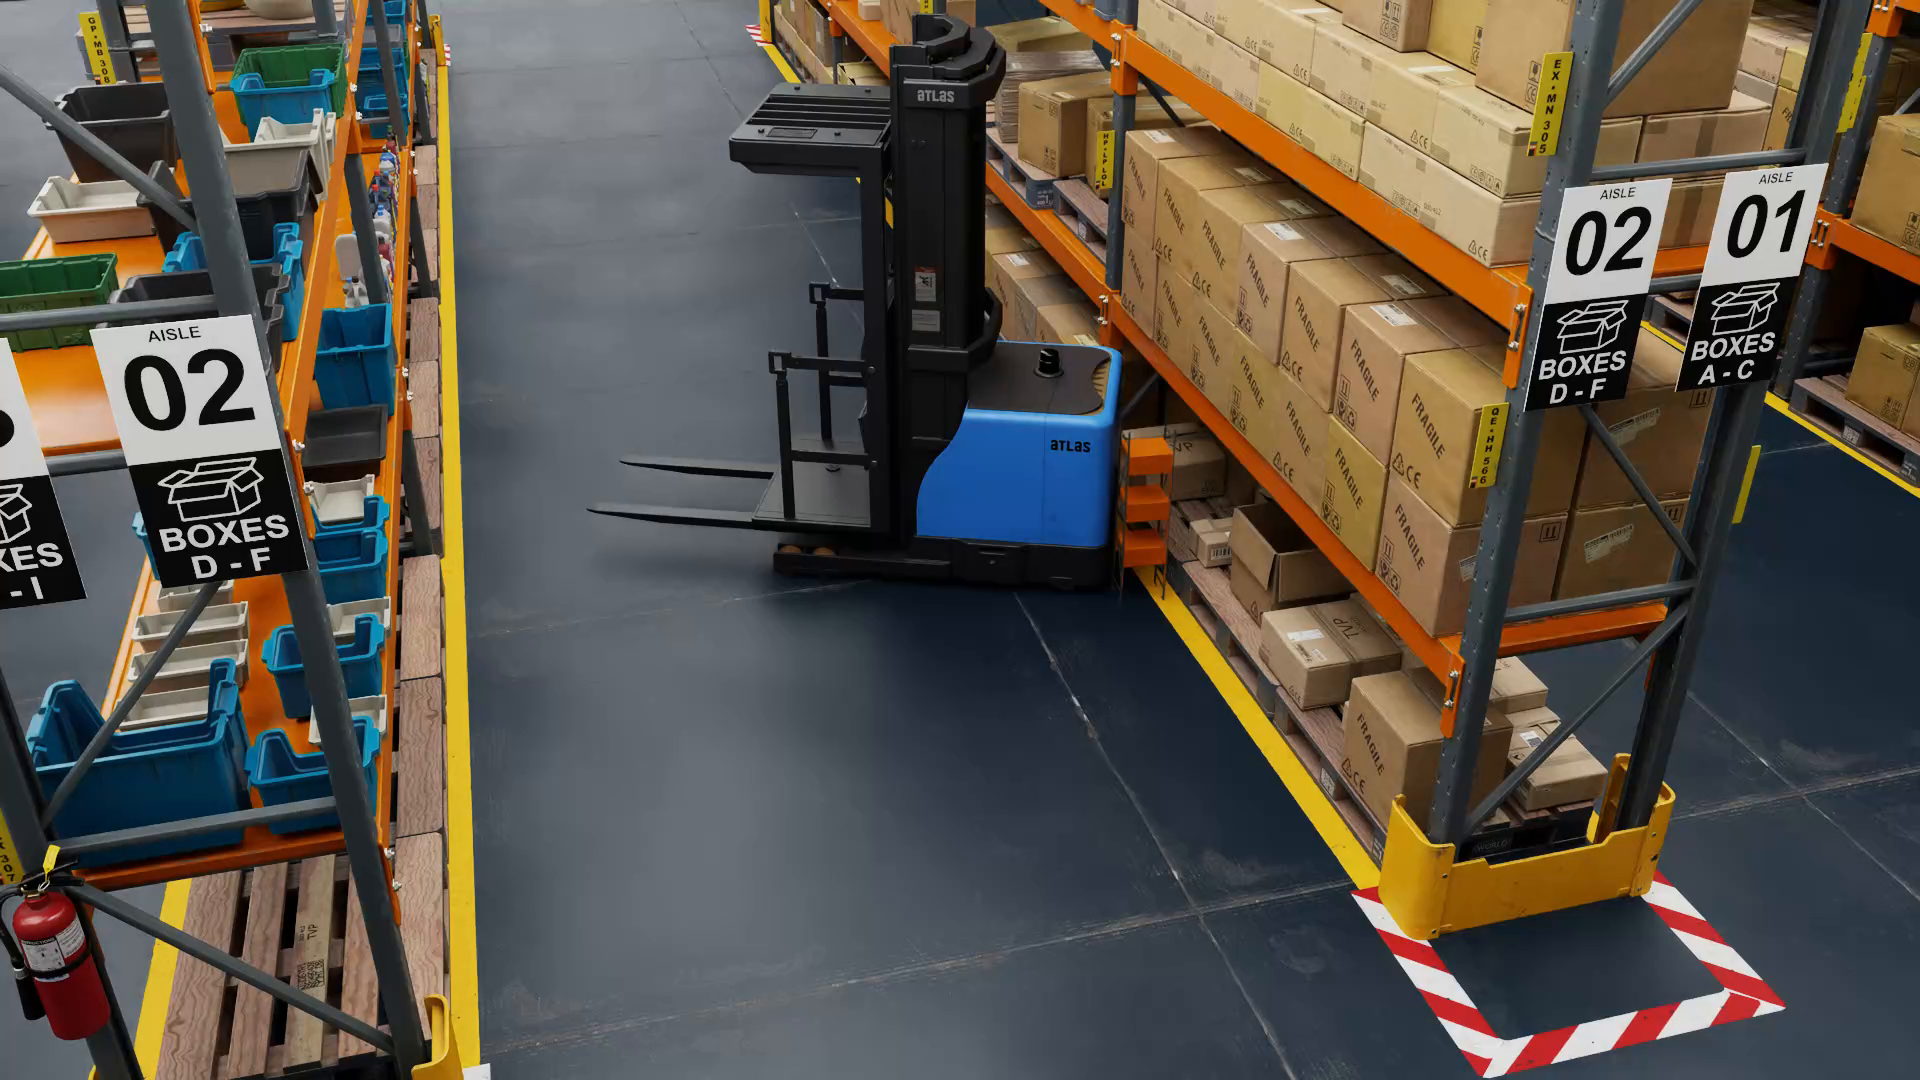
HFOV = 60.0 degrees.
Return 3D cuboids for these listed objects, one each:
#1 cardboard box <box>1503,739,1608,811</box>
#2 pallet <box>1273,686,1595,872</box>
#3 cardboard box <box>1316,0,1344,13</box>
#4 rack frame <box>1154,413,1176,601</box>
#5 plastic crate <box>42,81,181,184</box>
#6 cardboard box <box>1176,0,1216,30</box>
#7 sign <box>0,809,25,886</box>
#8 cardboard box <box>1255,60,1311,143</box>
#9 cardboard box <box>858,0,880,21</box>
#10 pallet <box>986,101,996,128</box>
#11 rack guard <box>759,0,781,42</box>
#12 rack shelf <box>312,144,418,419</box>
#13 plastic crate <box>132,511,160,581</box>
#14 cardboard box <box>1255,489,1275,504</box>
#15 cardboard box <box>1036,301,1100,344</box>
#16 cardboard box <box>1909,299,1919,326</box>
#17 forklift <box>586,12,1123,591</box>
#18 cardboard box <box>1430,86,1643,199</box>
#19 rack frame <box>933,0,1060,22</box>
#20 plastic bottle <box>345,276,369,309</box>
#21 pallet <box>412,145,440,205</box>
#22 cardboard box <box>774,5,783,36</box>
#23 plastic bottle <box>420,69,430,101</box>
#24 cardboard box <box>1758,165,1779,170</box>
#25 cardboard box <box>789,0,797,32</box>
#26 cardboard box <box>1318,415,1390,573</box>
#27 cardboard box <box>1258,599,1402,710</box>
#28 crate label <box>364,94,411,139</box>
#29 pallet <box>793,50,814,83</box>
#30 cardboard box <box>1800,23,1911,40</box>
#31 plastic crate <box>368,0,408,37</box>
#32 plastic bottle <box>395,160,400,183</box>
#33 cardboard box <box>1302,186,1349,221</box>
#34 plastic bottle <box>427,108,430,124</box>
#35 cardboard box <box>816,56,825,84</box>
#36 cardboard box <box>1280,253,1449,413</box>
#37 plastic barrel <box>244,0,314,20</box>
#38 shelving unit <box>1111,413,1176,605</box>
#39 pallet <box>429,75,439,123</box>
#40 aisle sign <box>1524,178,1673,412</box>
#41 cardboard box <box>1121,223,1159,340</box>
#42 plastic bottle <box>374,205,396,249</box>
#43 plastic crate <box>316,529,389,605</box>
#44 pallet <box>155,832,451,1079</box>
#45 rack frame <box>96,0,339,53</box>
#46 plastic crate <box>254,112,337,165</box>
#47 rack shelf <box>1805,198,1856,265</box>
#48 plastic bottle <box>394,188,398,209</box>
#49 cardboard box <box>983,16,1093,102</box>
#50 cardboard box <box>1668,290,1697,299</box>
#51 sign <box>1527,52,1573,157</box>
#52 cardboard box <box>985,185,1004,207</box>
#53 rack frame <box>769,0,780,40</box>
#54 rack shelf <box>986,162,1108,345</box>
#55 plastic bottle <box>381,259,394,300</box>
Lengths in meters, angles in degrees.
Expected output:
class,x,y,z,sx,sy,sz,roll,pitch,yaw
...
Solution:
class,x,y,z,sx,sy,sz,roll,pitch,yaw
cardboard box,2.623,1.039,7.367,0.380,0.149,0.250,-8,31,-13
pallet,2.170,1.029,7.762,1.003,0.211,1.213,-8,31,-13
cardboard box,1.921,-2.510,7.000,0.700,0.500,0.500,-8,31,-13
rack frame,1.107,-0.168,8.992,0.008,1.050,0.200,-4,30,-8
plastic crate,-3.370,-1.637,6.719,0.497,0.269,0.590,-8,31,-13
cardboard box,1.365,-2.629,7.954,0.500,0.250,0.500,-8,31,-13
sign,-2.900,0.911,5.019,0.100,0.325,0.005,-8,31,-13
cardboard box,1.628,-1.929,7.244,0.500,0.250,0.500,-8,31,-13
cardboard box,-0.744,-4.988,15.624,0.380,0.149,0.250,-8,31,-13
pallet,0.527,-3.219,12.509,1.213,0.211,1.003,-8,31,-13
rack guard,-1.850,-6.414,20.332,1.175,0.500,0.348,-8,31,-13
rack shelf,-3.967,-1.686,10.387,1.077,0.370,4.000,-8,31,-13
plastic crate,-3.166,-0.011,6.881,0.416,0.233,0.300,-8,31,-13
cardboard box,1.965,-0.115,9.200,0.500,0.311,0.500,-8,31,-13
cardboard box,0.811,-1.237,10.949,0.500,0.500,0.500,-8,31,-13
cardboard box,6.369,-1.451,10.691,0.380,0.149,0.250,-8,31,-14
forklift,-0.616,-1.312,9.091,3.031,2.935,1.130,4,30,7
cardboard box,2.021,-1.420,5.866,0.500,0.250,0.500,-8,31,-13
rack frame,0.279,-3.620,13.010,1.000,3.000,0.127,-8,31,-13
plastic bottle,-3.227,-1.243,8.952,0.144,0.351,0.185,-8,31,-13
pallet,-5.313,-3.314,15.265,1.003,0.211,1.213,-8,31,-13
cardboard box,-1.916,-6.187,19.770,0.500,0.250,0.500,-8,31,-13
plastic bottle,-5.536,-4.681,17.047,0.144,0.351,0.185,-8,31,-14
cardboard box,5.664,-2.493,11.293,0.380,0.149,0.250,-7,31,-12
cardboard box,-1.637,-6.031,18.752,0.500,0.500,0.500,-8,31,-13
cardboard box,1.880,-0.230,7.053,0.500,0.500,0.500,-8,31,-13
cardboard box,1.798,0.551,8.110,0.500,0.250,0.500,-8,31,-13
crate label,-4.248,-3.144,12.355,0.303,0.233,0.416,-8,31,-13
pallet,-1.280,-5.325,18.739,1.003,0.211,1.213,-8,31,-13
cardboard box,6.100,-3.362,11.400,0.500,0.250,0.500,-7,31,-13
plastic crate,-5.136,-4.730,14.863,0.402,0.464,0.583,-8,31,-13
plastic bottle,-3.879,-2.522,11.311,0.097,0.201,0.097,0,30,0
cardboard box,1.997,-1.464,8.187,0.500,0.500,0.500,-8,31,-13
plastic bottle,-5.275,-4.185,16.340,0.097,0.201,0.097,0,30,0
cardboard box,-1.239,-4.981,17.688,0.500,0.250,0.500,-8,31,-13
cardboard box,1.742,-0.904,7.220,0.500,0.500,0.500,-7,31,-12
plastic barrel,-3.334,-2.858,8.144,0.433,0.535,0.433,0,30,0
shelving unit,0.986,-0.159,8.976,0.252,1.050,0.215,-4,30,-8
pallet,-6.025,-4.609,17.501,1.003,0.211,1.213,-8,31,-13
aisle sign,2.125,-0.808,5.556,0.394,0.787,0.004,-8,31,-13
cardboard box,1.214,-1.449,9.159,0.500,0.500,0.500,-7,31,-12
plastic bottle,-3.529,-1.916,10.194,0.097,0.271,0.097,0,30,0
plastic crate,-2.472,0.148,6.607,0.416,0.233,0.300,-8,31,-13
pallet,-2.555,1.704,6.595,1.003,0.211,1.213,-8,31,-13
rack frame,-3.436,-3.628,7.035,1.000,3.000,0.127,-8,31,-13
plastic crate,-2.731,-1.652,6.878,0.293,0.136,0.466,-8,31,-13
rack shelf,5.585,-3.003,12.662,1.077,0.370,4.000,-8,31,-13
plastic bottle,-3.724,-2.240,10.824,0.097,0.201,0.097,0,30,0
cardboard box,0.555,-3.556,12.380,0.700,0.500,0.500,-19,35,-30
cardboard box,5.579,-2.326,12.500,0.750,0.750,0.750,-7,31,-12
sign,1.862,-1.374,5.251,0.100,0.325,0.005,-8,31,-13
cardboard box,0.125,-2.471,13.080,0.500,0.500,0.500,-7,31,-11
rack frame,-1.844,-7.484,19.685,1.000,3.000,0.127,-8,31,-13
rack shelf,0.810,-2.343,11.521,1.077,0.370,4.000,-8,31,-13
plastic bottle,-3.293,-1.486,9.452,0.097,0.271,0.097,0,30,0
